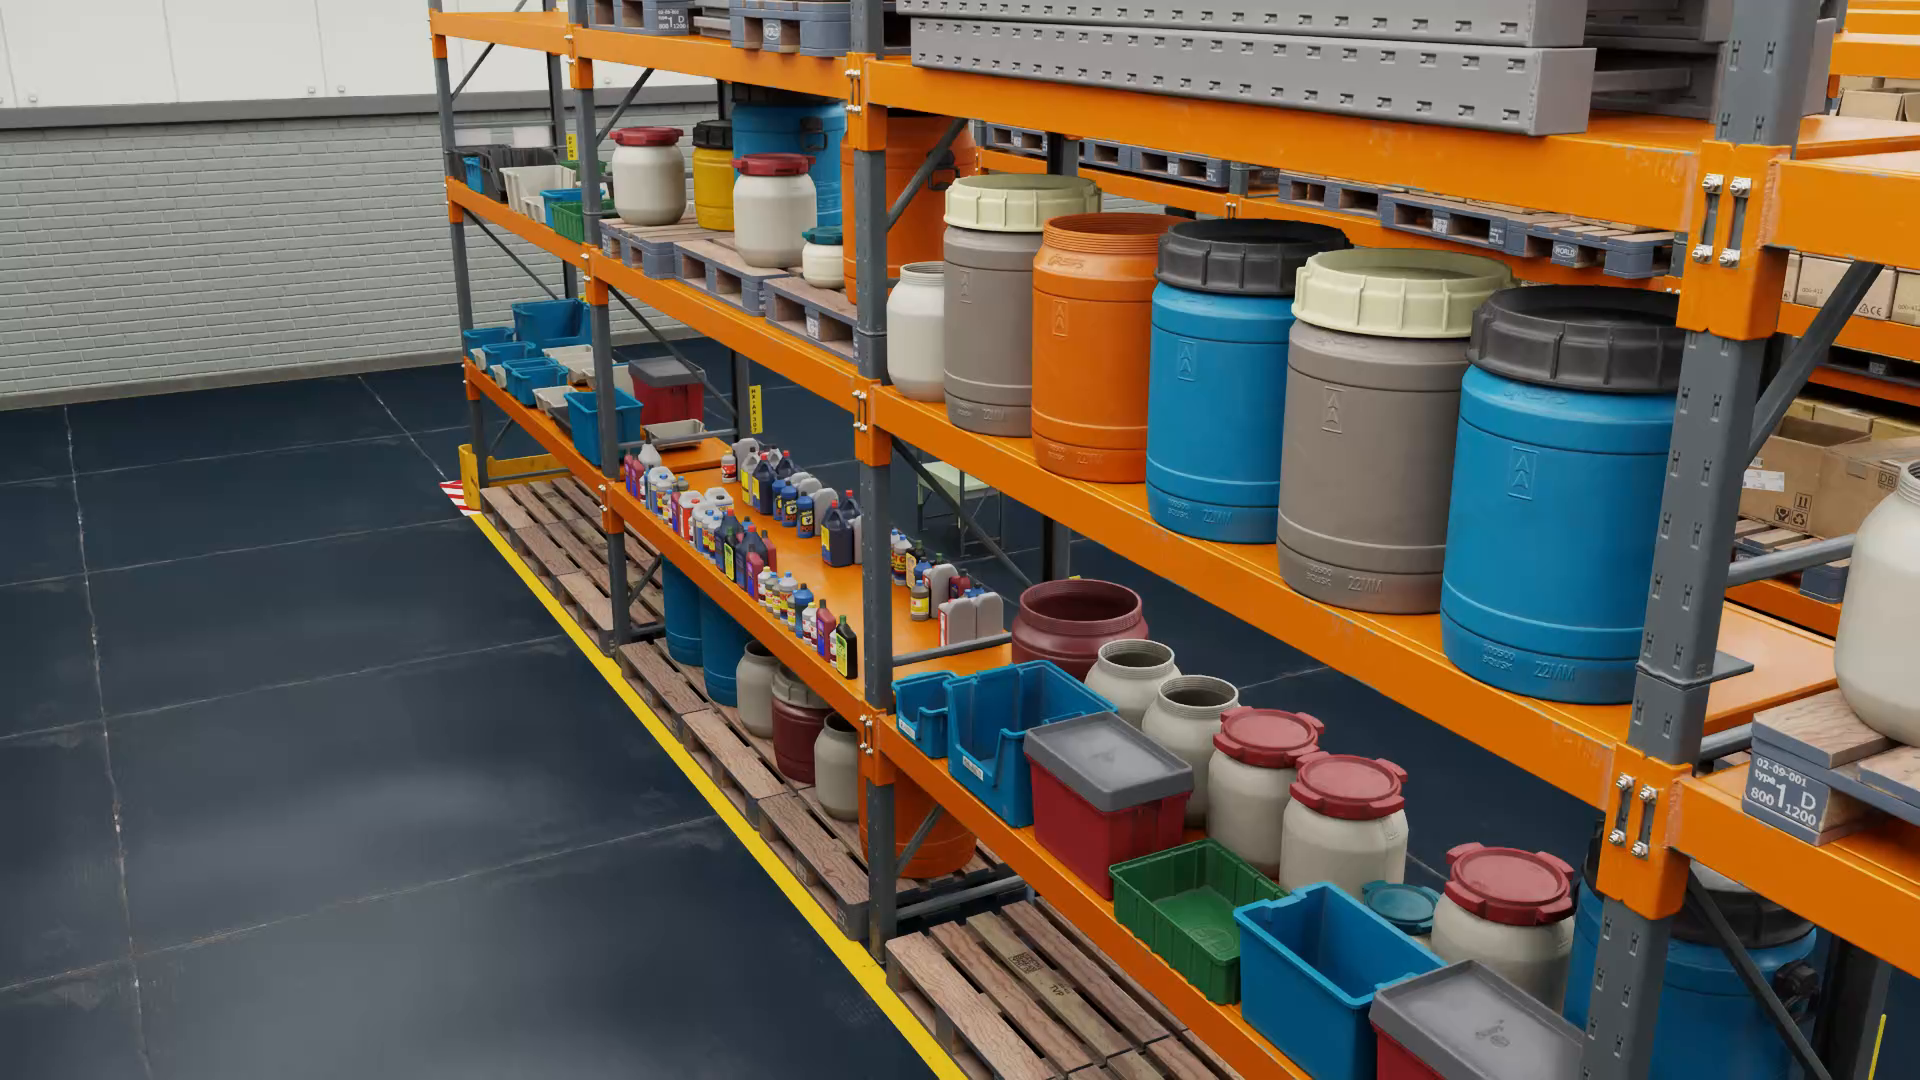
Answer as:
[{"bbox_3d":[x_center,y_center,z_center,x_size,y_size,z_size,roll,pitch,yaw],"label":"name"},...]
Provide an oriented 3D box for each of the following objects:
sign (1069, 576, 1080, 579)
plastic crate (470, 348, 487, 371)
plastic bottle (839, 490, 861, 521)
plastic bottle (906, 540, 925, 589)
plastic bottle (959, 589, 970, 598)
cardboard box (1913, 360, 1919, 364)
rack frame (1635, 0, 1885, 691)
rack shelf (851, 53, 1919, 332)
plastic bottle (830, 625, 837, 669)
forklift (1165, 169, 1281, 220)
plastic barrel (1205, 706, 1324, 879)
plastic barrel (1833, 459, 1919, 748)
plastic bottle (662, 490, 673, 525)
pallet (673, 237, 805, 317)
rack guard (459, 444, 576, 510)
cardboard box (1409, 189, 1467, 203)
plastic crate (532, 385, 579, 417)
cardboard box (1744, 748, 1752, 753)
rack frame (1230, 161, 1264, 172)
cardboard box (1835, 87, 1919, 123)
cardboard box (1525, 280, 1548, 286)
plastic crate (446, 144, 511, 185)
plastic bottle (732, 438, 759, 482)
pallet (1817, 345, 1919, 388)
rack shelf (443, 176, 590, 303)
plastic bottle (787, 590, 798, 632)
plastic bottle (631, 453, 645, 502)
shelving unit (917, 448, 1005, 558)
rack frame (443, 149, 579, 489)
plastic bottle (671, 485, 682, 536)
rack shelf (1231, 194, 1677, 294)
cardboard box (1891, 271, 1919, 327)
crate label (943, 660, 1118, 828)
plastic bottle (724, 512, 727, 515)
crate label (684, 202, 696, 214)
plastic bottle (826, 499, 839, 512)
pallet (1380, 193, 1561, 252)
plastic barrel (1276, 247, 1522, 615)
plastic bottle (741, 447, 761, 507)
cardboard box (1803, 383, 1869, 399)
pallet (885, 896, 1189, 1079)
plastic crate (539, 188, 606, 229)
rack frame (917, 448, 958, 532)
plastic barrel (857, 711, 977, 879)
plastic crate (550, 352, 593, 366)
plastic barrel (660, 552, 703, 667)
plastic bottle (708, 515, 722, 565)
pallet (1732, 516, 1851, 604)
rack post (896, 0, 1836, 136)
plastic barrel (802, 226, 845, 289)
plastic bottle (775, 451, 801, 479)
[{"bbox_3d":[0.519,0.328,7.831,0.100,0.325,0.005,-10,21,-27],"label":"sign"},{"bbox_3d":[-3.854,-1.481,13.636,0.250,0.136,0.298,-10,21,-27],"label":"plastic crate"},{"bbox_3d":[-0.614,-0.103,9.406,0.144,0.351,0.185,-10,21,-27],"label":"plastic bottle"},{"bbox_3d":[-0.236,0.129,8.838,0.061,0.283,0.133,-10,21,-27],"label":"plastic bottle"},{"bbox_3d":[0.040,0.347,8.332,0.097,0.201,0.097,0,19,0],"label":"plastic bottle"},{"bbox_3d":[7.688,-1.458,13.000,0.380,0.149,0.250,-11,22,-29],"label":"cardboard box"},{"bbox_3d":[1.938,-1.195,3.298,1.000,3.000,0.127,-10,21,-27],"label":"rack frame"},{"bbox_3d":[0.988,-1.240,5.145,1.077,0.370,4.000,-10,21,-27],"label":"rack shelf"},{"bbox_3d":[-0.568,0.501,7.886,0.097,0.201,0.097,0,19,0],"label":"plastic bottle"},{"bbox_3d":[2.855,-2.796,17.241,1.130,2.935,3.031,-10,22,-28],"label":"forklift"},{"bbox_3d":[1.122,0.933,6.119,0.433,0.535,0.433,0,19,0],"label":"plastic barrel"},{"bbox_3d":[1.969,0.126,3.254,0.421,0.512,0.421,0,19,0],"label":"plastic barrel"},{"bbox_3d":[-1.726,-0.199,9.914,0.097,0.201,0.097,0,19,0],"label":"plastic bottle"},{"bbox_3d":[-0.862,-1.449,8.923,1.003,0.211,1.213,-10,21,-27],"label":"pallet"},{"bbox_3d":[-3.784,-0.627,14.682,1.175,0.500,0.348,-10,21,-27],"label":"rack guard"},{"bbox_3d":[3.408,-2.523,10.943,0.797,0.503,0.637,-10,22,-27],"label":"cardboard box"},{"bbox_3d":[-2.953,-1.012,12.279,0.293,0.136,0.466,-10,21,-27],"label":"plastic crate"},{"bbox_3d":[4.733,0.889,9.615,0.700,0.500,0.500,-11,22,-30],"label":"cardboard box"},{"bbox_3d":[2.498,-4.259,12.177,1.000,3.000,0.127,-10,21,-27],"label":"rack frame"},{"bbox_3d":[7.529,-3.363,13.379,0.797,0.503,0.637,-10,22,-27],"label":"cardboard box"},{"bbox_3d":[5.952,-2.737,16.356,0.500,0.500,0.500,-10,21,-27],"label":"cardboard box"},{"bbox_3d":[-3.823,-3.006,13.347,0.497,0.269,0.590,-10,21,-27],"label":"plastic crate"},{"bbox_3d":[-1.390,-0.534,10.770,0.152,0.276,0.135,-10,21,-27],"label":"plastic bottle"},{"bbox_3d":[7.834,-1.485,13.630,1.003,0.211,1.213,-10,21,-27],"label":"pallet"},{"bbox_3d":[-2.811,-2.307,12.224,1.077,0.370,4.000,-10,21,-27],"label":"rack shelf"},{"bbox_3d":[-0.816,0.351,8.321,0.097,0.201,0.097,0,19,0],"label":"plastic bottle"},{"bbox_3d":[-1.999,-0.391,10.344,0.061,0.283,0.133,-10,21,-27],"label":"plastic bottle"},{"bbox_3d":[0.003,-0.707,13.381,0.431,1.500,0.755,-10,21,-27],"label":"shelving unit"},{"bbox_3d":[-3.761,-1.804,14.260,1.000,3.000,0.127,-10,21,-27],"label":"rack frame"},{"bbox_3d":[-1.641,-0.174,9.716,0.061,0.283,0.133,-10,21,-27],"label":"plastic bottle"},{"bbox_3d":[3.447,-1.926,11.120,1.077,0.370,4.000,-10,21,-27],"label":"rack shelf"},{"bbox_3d":[4.892,-1.154,8.007,0.500,0.250,0.500,-9,21,-26],"label":"cardboard box"},{"bbox_3d":[0.272,0.803,6.651,0.502,0.435,0.616,-10,21,-27],"label":"crate label"},{"bbox_3d":[-1.326,-0.062,9.517,0.097,0.201,0.097,0,19,0],"label":"plastic bottle"},{"bbox_3d":[-1.839,-2.134,11.023,0.293,0.136,0.466,-10,21,-27],"label":"crate label"},{"bbox_3d":[-0.714,-0.100,9.520,0.097,0.271,0.097,0,19,0],"label":"plastic bottle"},{"bbox_3d":[3.511,-2.100,10.810,1.003,0.211,1.213,-9,21,-24],"label":"pallet"},{"bbox_3d":[1.194,-0.314,4.576,0.600,0.901,0.600,0,19,0],"label":"plastic barrel"},{"bbox_3d":[-1.264,-0.397,10.258,0.144,0.351,0.185,-10,21,-27],"label":"plastic bottle"},{"bbox_3d":[7.719,-1.209,14.575,0.500,0.250,0.500,-9,21,-24],"label":"cardboard box"},{"bbox_3d":[0.372,2.039,7.398,1.003,0.211,1.213,-10,21,-27],"label":"pallet"},{"bbox_3d":[-2.575,-2.206,11.084,0.416,0.233,0.300,-10,21,-27],"label":"plastic crate"},{"bbox_3d":[-0.171,-0.812,13.686,0.400,1.500,0.023,-10,21,-27],"label":"rack frame"},{"bbox_3d":[-0.209,1.182,8.289,0.600,0.830,0.708,-10,21,-27],"label":"plastic barrel"},{"bbox_3d":[-3.089,-1.416,13.448,0.396,0.136,0.243,-10,21,-27],"label":"plastic crate"},{"bbox_3d":[-1.618,0.297,10.746,0.600,0.901,0.708,-10,21,-27],"label":"plastic barrel"},{"bbox_3d":[-1.350,-0.005,9.244,0.097,0.271,0.097,0,19,0],"label":"plastic bottle"},{"bbox_3d":[4.829,0.004,9.314,1.213,0.211,1.003,-10,21,-27],"label":"pallet"},{"bbox_3d":[0.927,-1.841,4.865,1.013,1.000,3.121,-10,21,-27],"label":"rack post"},{"bbox_3d":[-0.600,-1.343,7.896,0.301,0.262,0.301,0,19,0],"label":"plastic barrel"},{"bbox_3d":[-1.049,-0.366,10.169,0.144,0.351,0.185,-10,21,-27],"label":"plastic bottle"}]
